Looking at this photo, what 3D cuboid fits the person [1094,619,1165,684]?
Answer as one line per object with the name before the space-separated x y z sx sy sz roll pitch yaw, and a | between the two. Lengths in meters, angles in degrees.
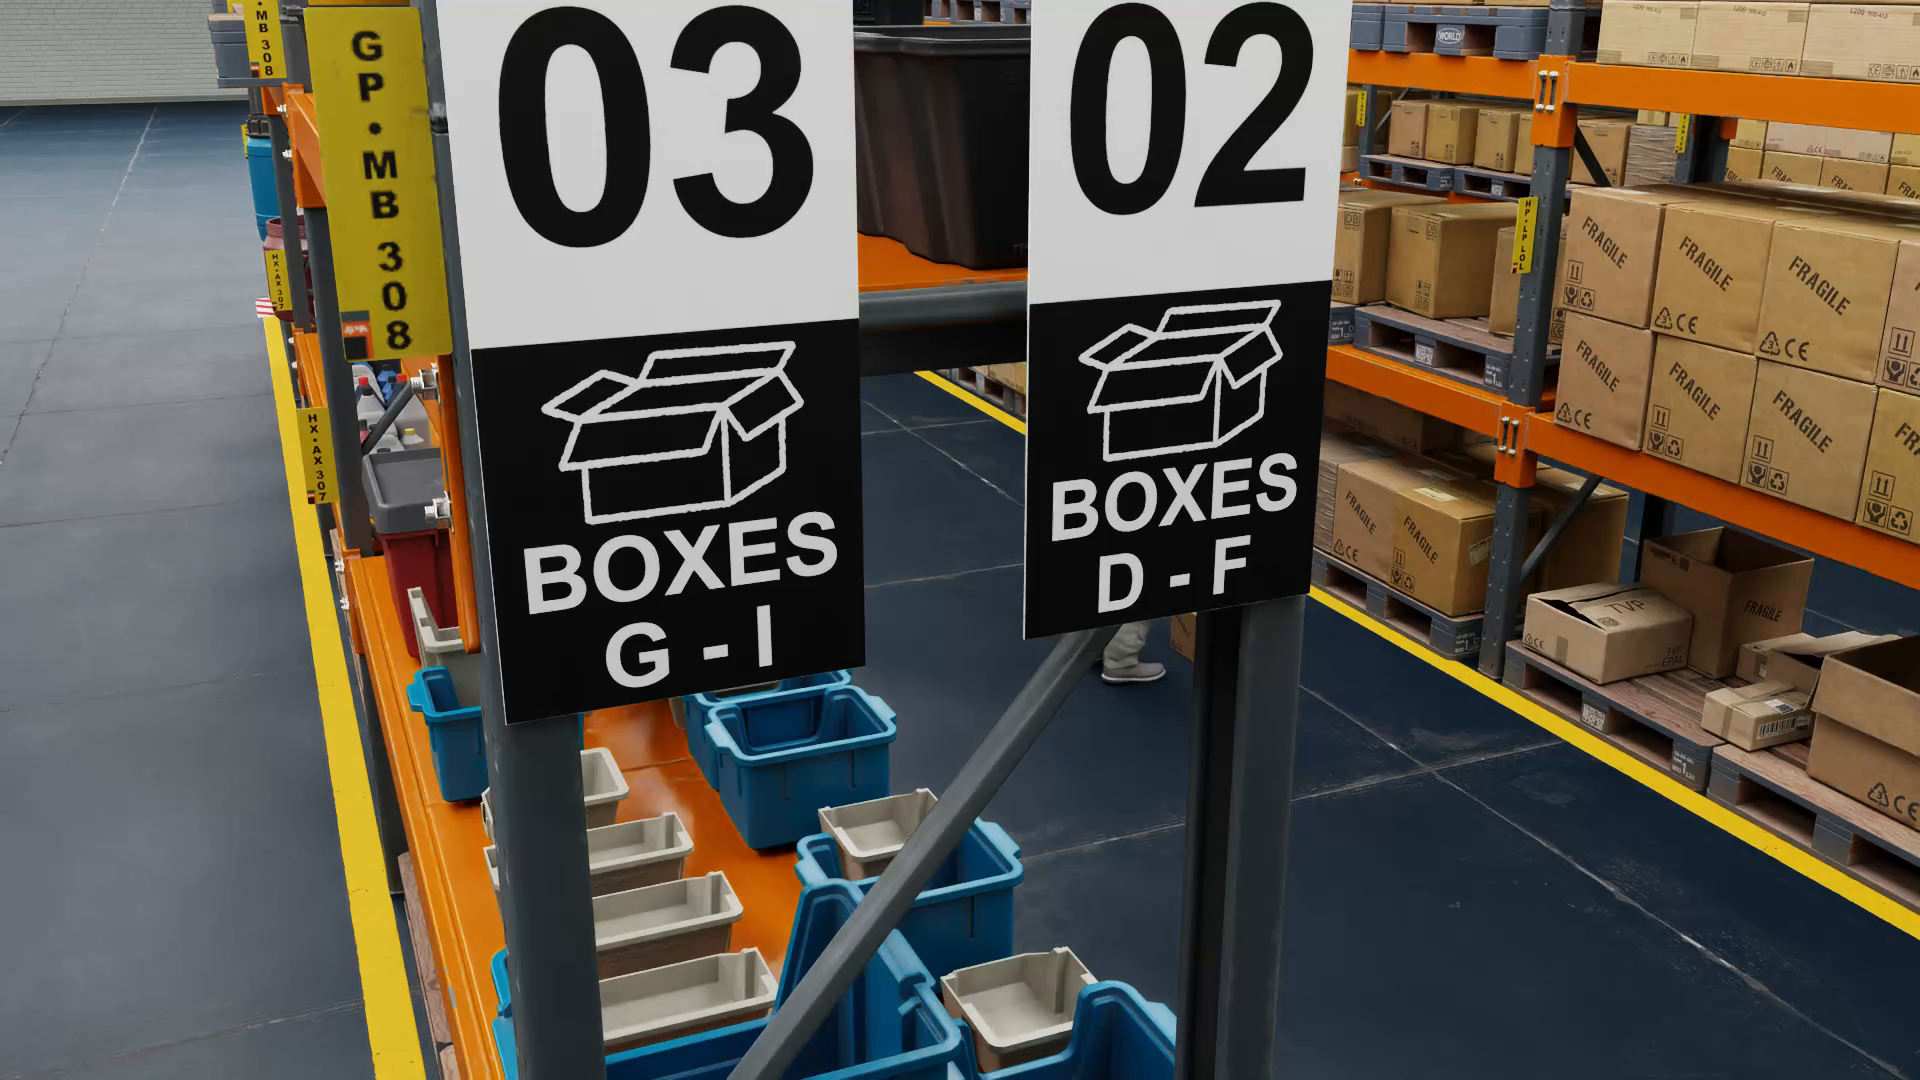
person | 0.750 -0.189 7.727 0.517 1.691 0.561 -7 20 -21
